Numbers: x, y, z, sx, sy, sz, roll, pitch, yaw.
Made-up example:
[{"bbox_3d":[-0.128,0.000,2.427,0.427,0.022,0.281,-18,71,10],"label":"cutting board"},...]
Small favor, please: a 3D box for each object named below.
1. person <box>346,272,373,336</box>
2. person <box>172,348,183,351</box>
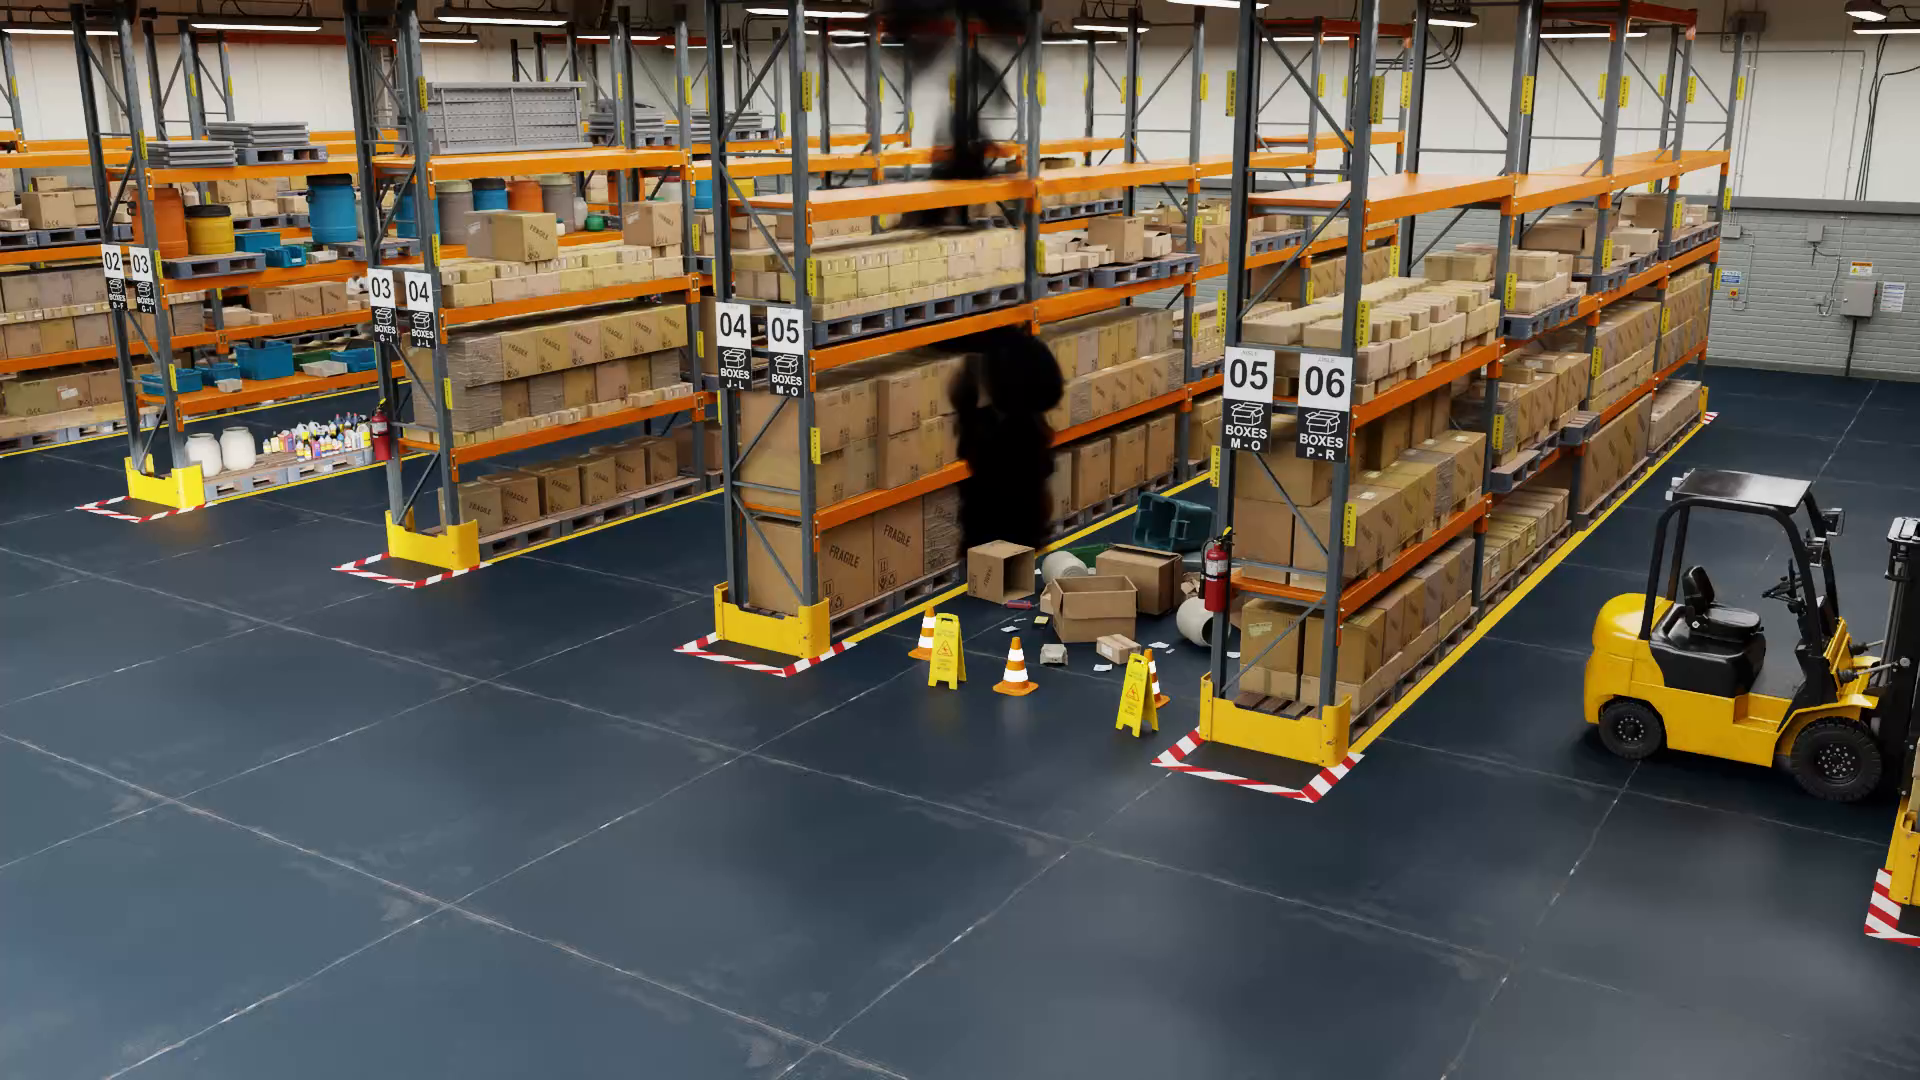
[{"bbox_3d":[-11.404,-4.409,31.780,0.647,1.768,0.943,5,16,17],"label":"person"},{"bbox_3d":[-13.113,-3.238,27.652,0.656,1.746,0.627,11,19,33],"label":"person"}]
